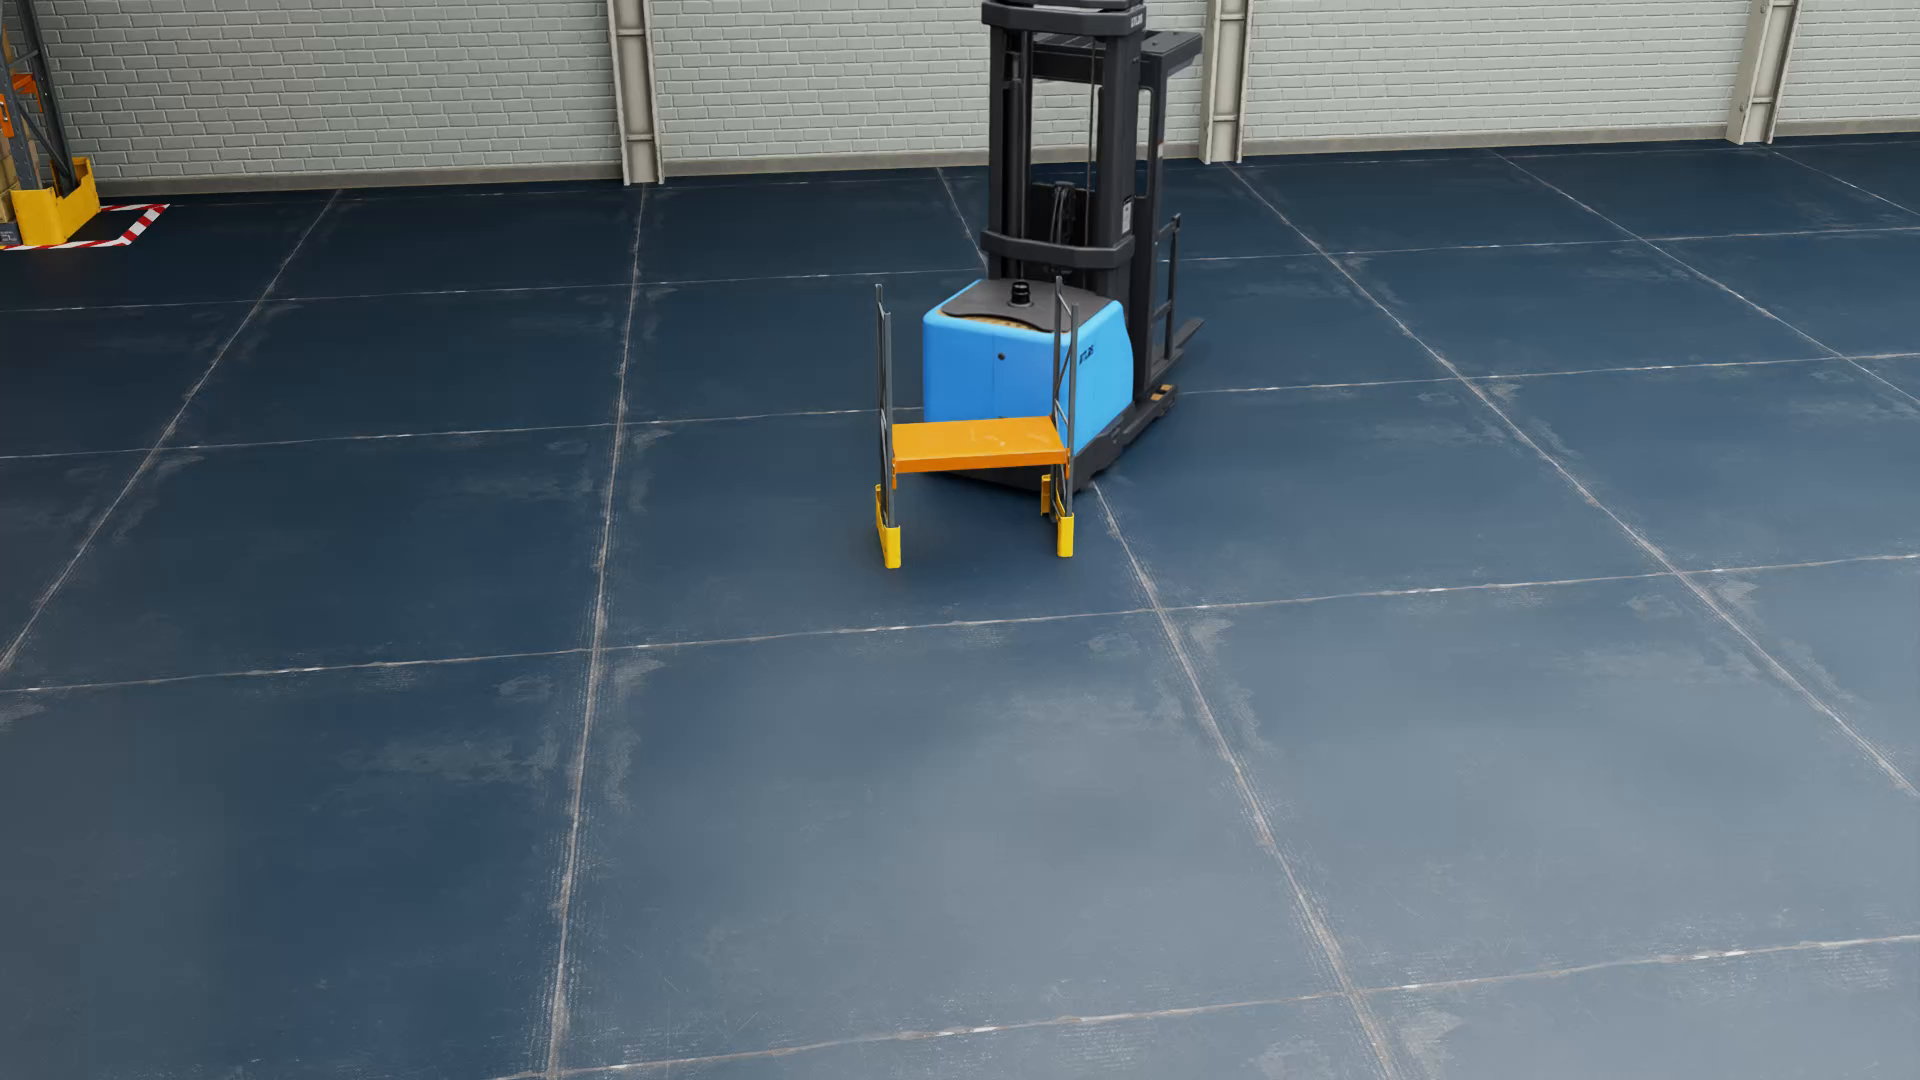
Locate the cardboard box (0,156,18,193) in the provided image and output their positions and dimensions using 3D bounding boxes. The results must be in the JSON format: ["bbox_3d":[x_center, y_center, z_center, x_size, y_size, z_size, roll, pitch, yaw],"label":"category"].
[{"bbox_3d":[-8.763,-3.245,14.793,0.500,0.250,0.500,-4,27,-8],"label":"cardboard box"}]

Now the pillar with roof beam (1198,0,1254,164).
[{"bbox_3d":[3.343,-6.081,11.744,0.400,9.000,9.100,-4,27,-7],"label":"pillar with roof beam"}]

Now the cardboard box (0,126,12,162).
[{"bbox_3d":[-8.737,-3.470,14.683,0.500,0.250,0.500,-3,27,-5],"label":"cardboard box"}]

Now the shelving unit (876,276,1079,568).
[{"bbox_3d":[0.075,-0.672,9.417,1.083,1.500,0.587,-4,27,-7],"label":"shelving unit"}]

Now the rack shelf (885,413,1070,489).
[{"bbox_3d":[0.084,-0.513,9.500,1.000,0.185,0.538,-4,27,-7],"label":"rack shelf"}]

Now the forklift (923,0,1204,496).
[{"bbox_3d":[0.863,-2.219,10.863,1.130,2.935,3.031,13,30,23],"label":"forklift"}]

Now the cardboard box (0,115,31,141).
[{"bbox_3d":[-8.827,-3.695,15.122,0.500,0.250,0.500,-4,27,-8],"label":"cardboard box"}]

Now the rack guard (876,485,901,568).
[{"bbox_3d":[-0.418,-0.084,9.641,0.087,0.250,0.587,-4,27,-7],"label":"rack guard"}]

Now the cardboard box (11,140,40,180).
[{"bbox_3d":[-8.819,-3.481,15.254,0.500,0.250,0.500,-3,27,-6],"label":"cardboard box"}]

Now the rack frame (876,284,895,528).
[{"bbox_3d":[-0.419,-0.640,9.355,0.032,1.500,0.500,-4,27,-7],"label":"rack frame"}]

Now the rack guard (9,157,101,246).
[{"bbox_3d":[-8.301,-3.121,15.285,0.348,0.500,1.175,-4,27,-7],"label":"rack guard"}]

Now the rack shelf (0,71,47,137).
[{"bbox_3d":[-10.305,-3.784,14.628,4.000,0.370,1.077,-4,27,-7],"label":"rack shelf"}]

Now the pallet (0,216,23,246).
[{"bbox_3d":[-9.076,-2.923,15.216,1.213,0.211,1.003,-4,27,-7],"label":"pallet"}]

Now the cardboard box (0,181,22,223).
[{"bbox_3d":[-8.746,-3.022,14.906,0.500,0.250,0.500,-3,27,-7],"label":"cardboard box"}]

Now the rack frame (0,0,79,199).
[{"bbox_3d":[-8.325,-4.232,14.711,0.127,3.000,1.000,-4,27,-7],"label":"rack frame"}]

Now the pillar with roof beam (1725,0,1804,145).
[{"bbox_3d":[9.284,-6.463,12.488,0.400,9.000,9.100,-4,27,-7],"label":"pillar with roof beam"}]

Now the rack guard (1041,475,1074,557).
[{"bbox_3d":[0.569,-0.148,9.764,0.087,0.250,0.587,-4,27,-7],"label":"rack guard"}]

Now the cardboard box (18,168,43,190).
[{"bbox_3d":[-8.838,-3.252,15.354,0.500,0.250,0.500,-4,27,-7],"label":"cardboard box"}]

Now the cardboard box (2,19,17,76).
[{"bbox_3d":[-8.854,-4.370,14.872,0.500,0.500,0.500,-3,27,-5],"label":"cardboard box"}]

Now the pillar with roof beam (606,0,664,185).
[{"bbox_3d":[-2.599,-5.699,11.000,0.400,9.000,9.100,-4,27,-7],"label":"pillar with roof beam"}]

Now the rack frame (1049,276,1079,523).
[{"bbox_3d":[0.588,-0.705,9.481,0.032,1.500,0.500,-4,27,-7],"label":"rack frame"}]
